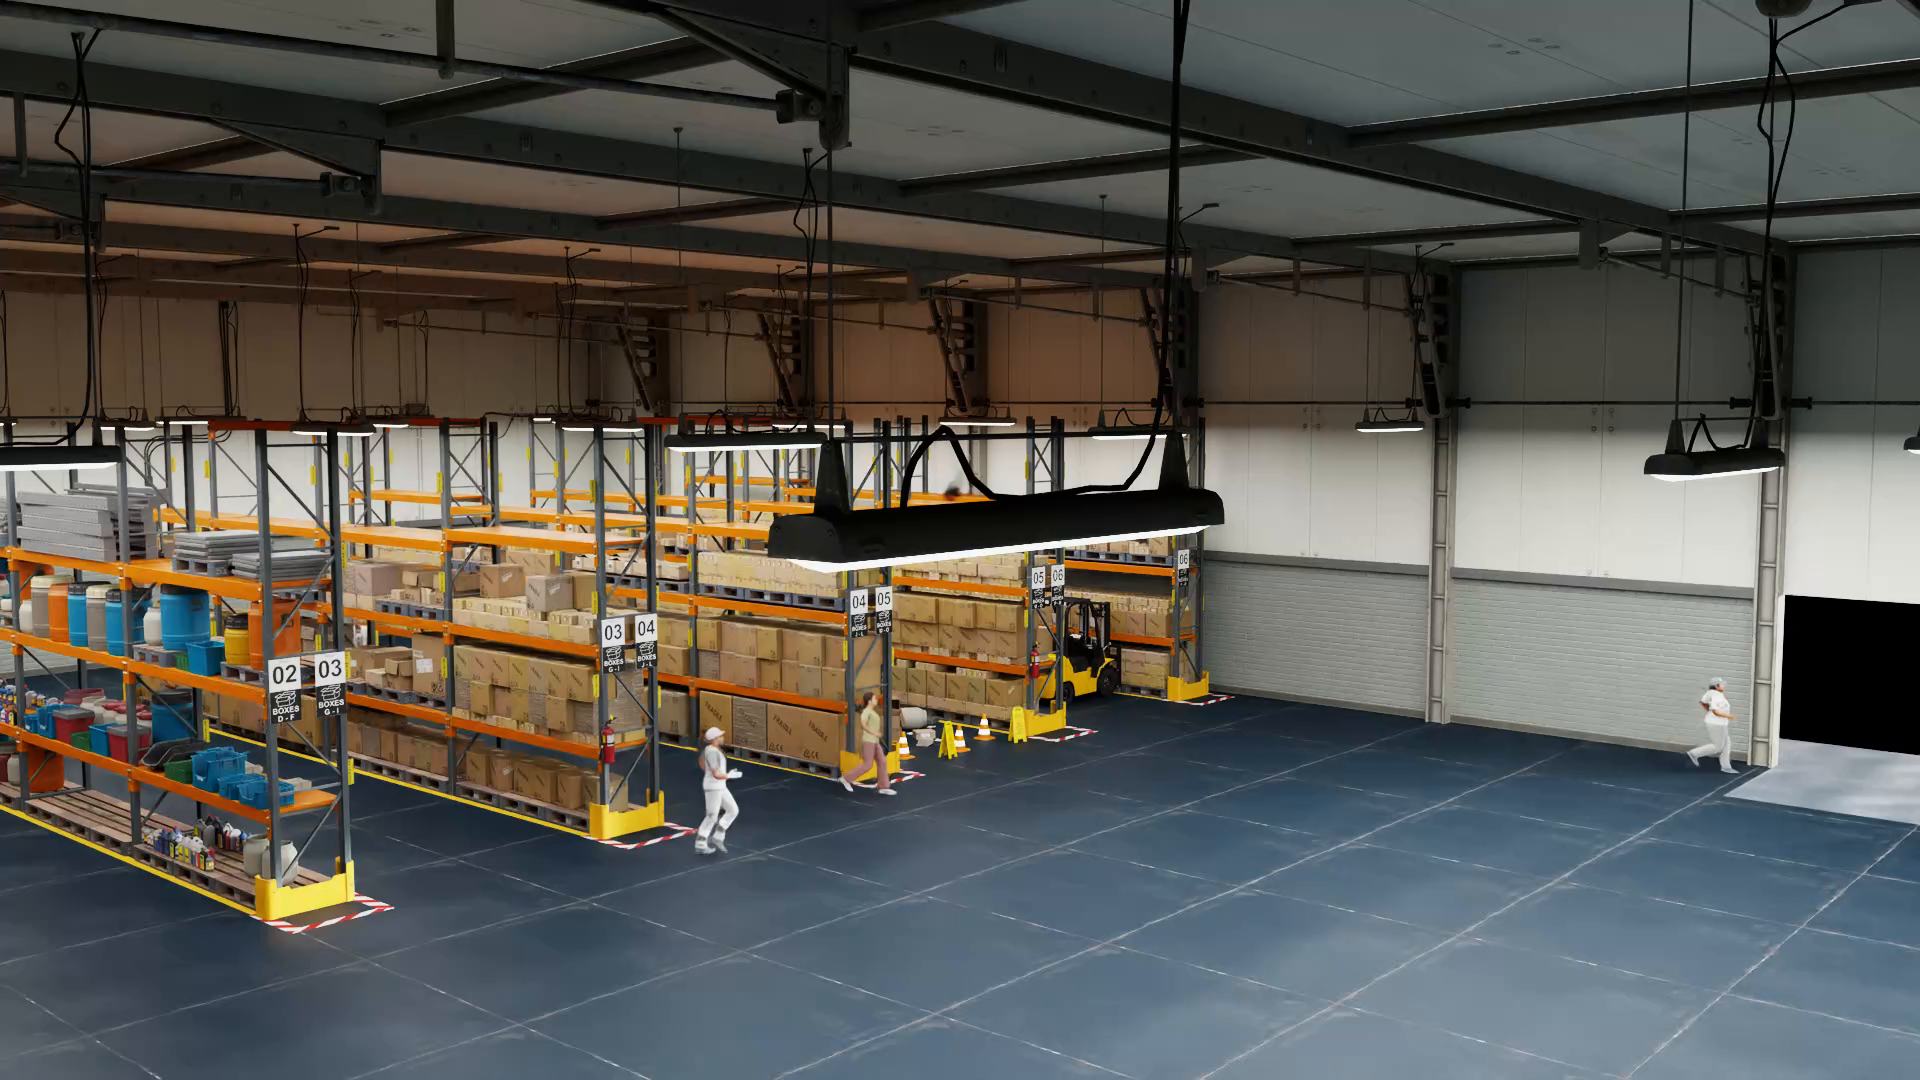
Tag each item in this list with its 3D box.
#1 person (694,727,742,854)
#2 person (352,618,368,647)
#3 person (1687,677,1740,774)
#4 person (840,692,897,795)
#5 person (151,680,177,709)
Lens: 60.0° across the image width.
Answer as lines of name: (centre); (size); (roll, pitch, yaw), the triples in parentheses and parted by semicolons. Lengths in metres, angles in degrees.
person: (-3.378, 3.507, 23.295); (0.678, 1.794, 0.665); (0, 5, 0)
person: (-12.898, 2.494, 35.600); (0.704, 1.818, 0.917); (-4, 6, -39)
person: (12.856, 3.159, 28.336); (0.849, 1.658, 0.607); (1, 5, 17)
person: (-1.432, 3.269, 26.882); (0.913, 1.627, 0.634); (1, 5, 9)
person: (-13.635, 3.140, 28.772); (0.724, 1.603, 0.616); (3, 6, 32)
